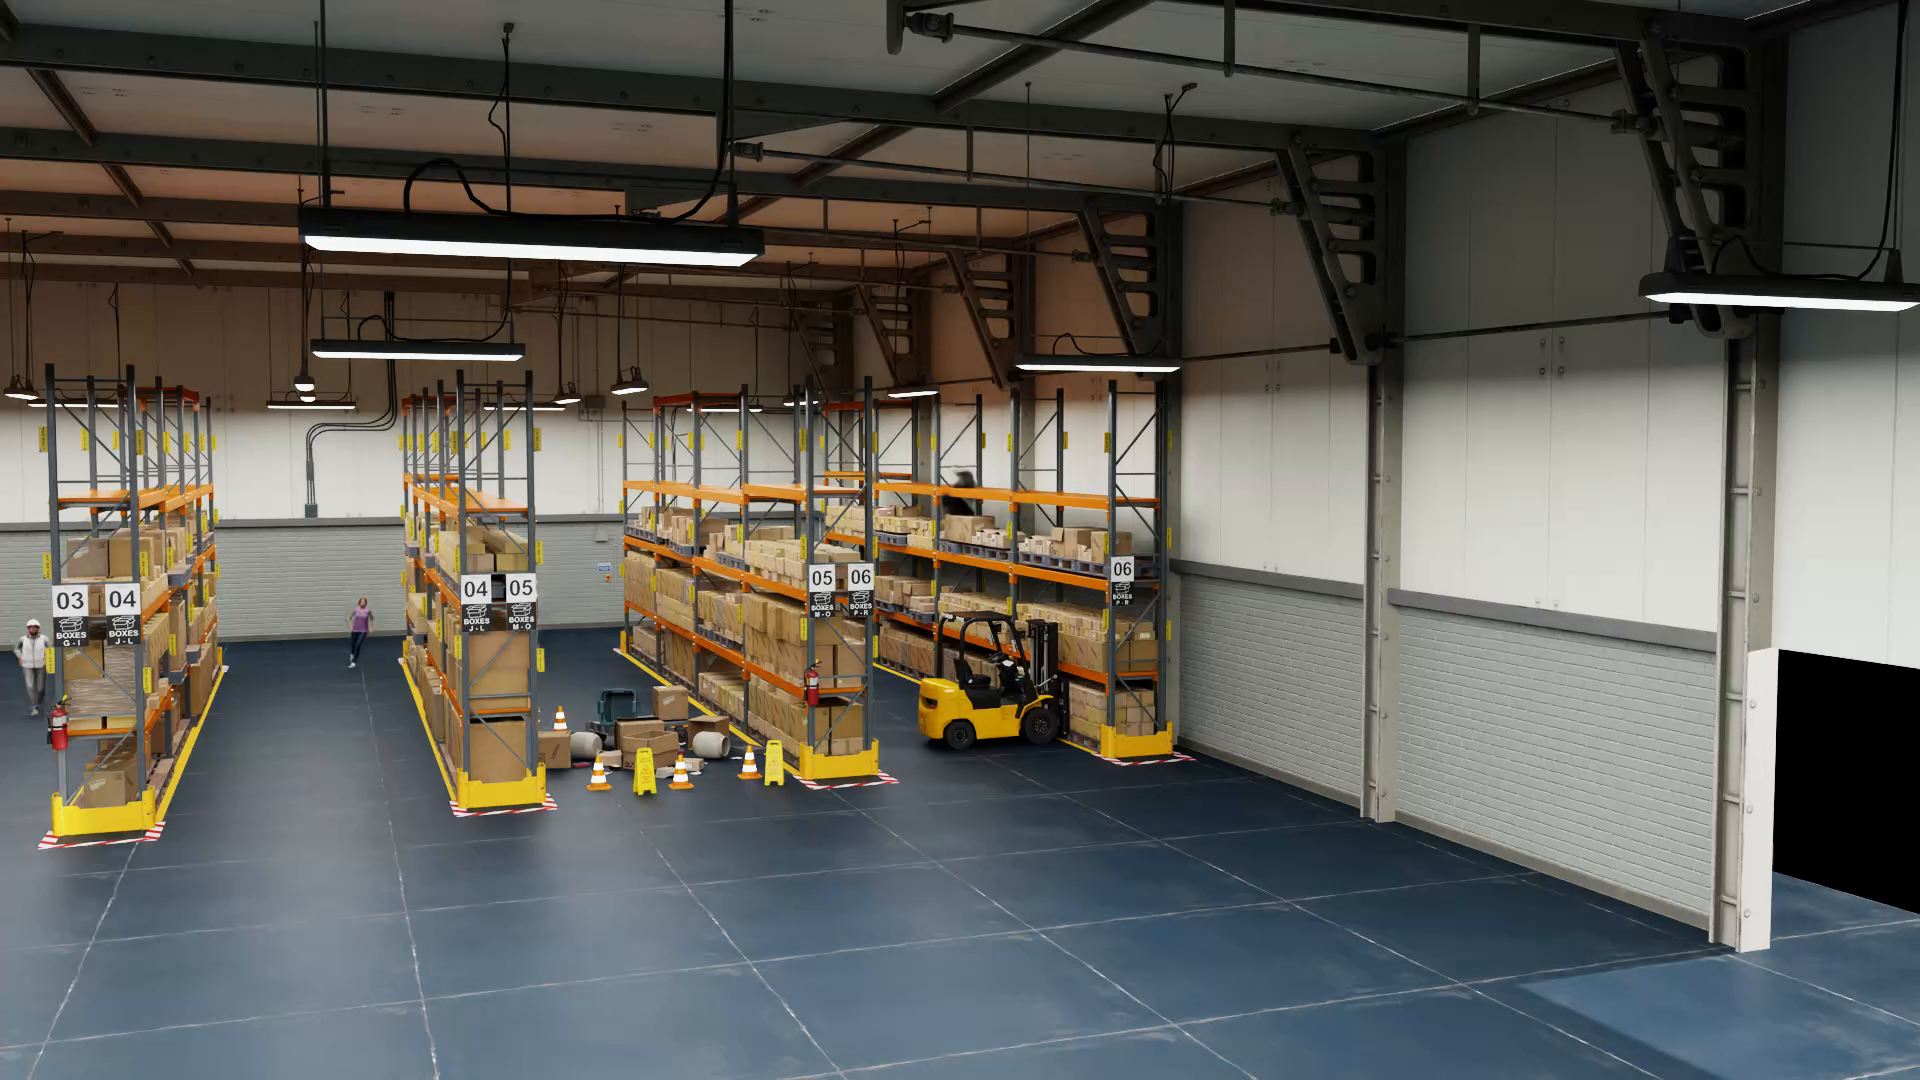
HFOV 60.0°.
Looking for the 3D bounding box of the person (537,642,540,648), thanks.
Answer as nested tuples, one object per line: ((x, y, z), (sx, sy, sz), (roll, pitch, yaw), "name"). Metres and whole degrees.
((-10.495, 1.790, 39.921), (0.754, 1.709, 0.739), (-1, 4, -22), "person")

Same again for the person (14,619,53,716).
((-17.128, 2.344, 30.774), (0.662, 1.760, 0.805), (-2, 4, -26), "person")

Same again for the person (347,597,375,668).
((-13.406, 2.058, 37.206), (0.602, 1.547, 0.741), (-1, 3, -14), "person")
